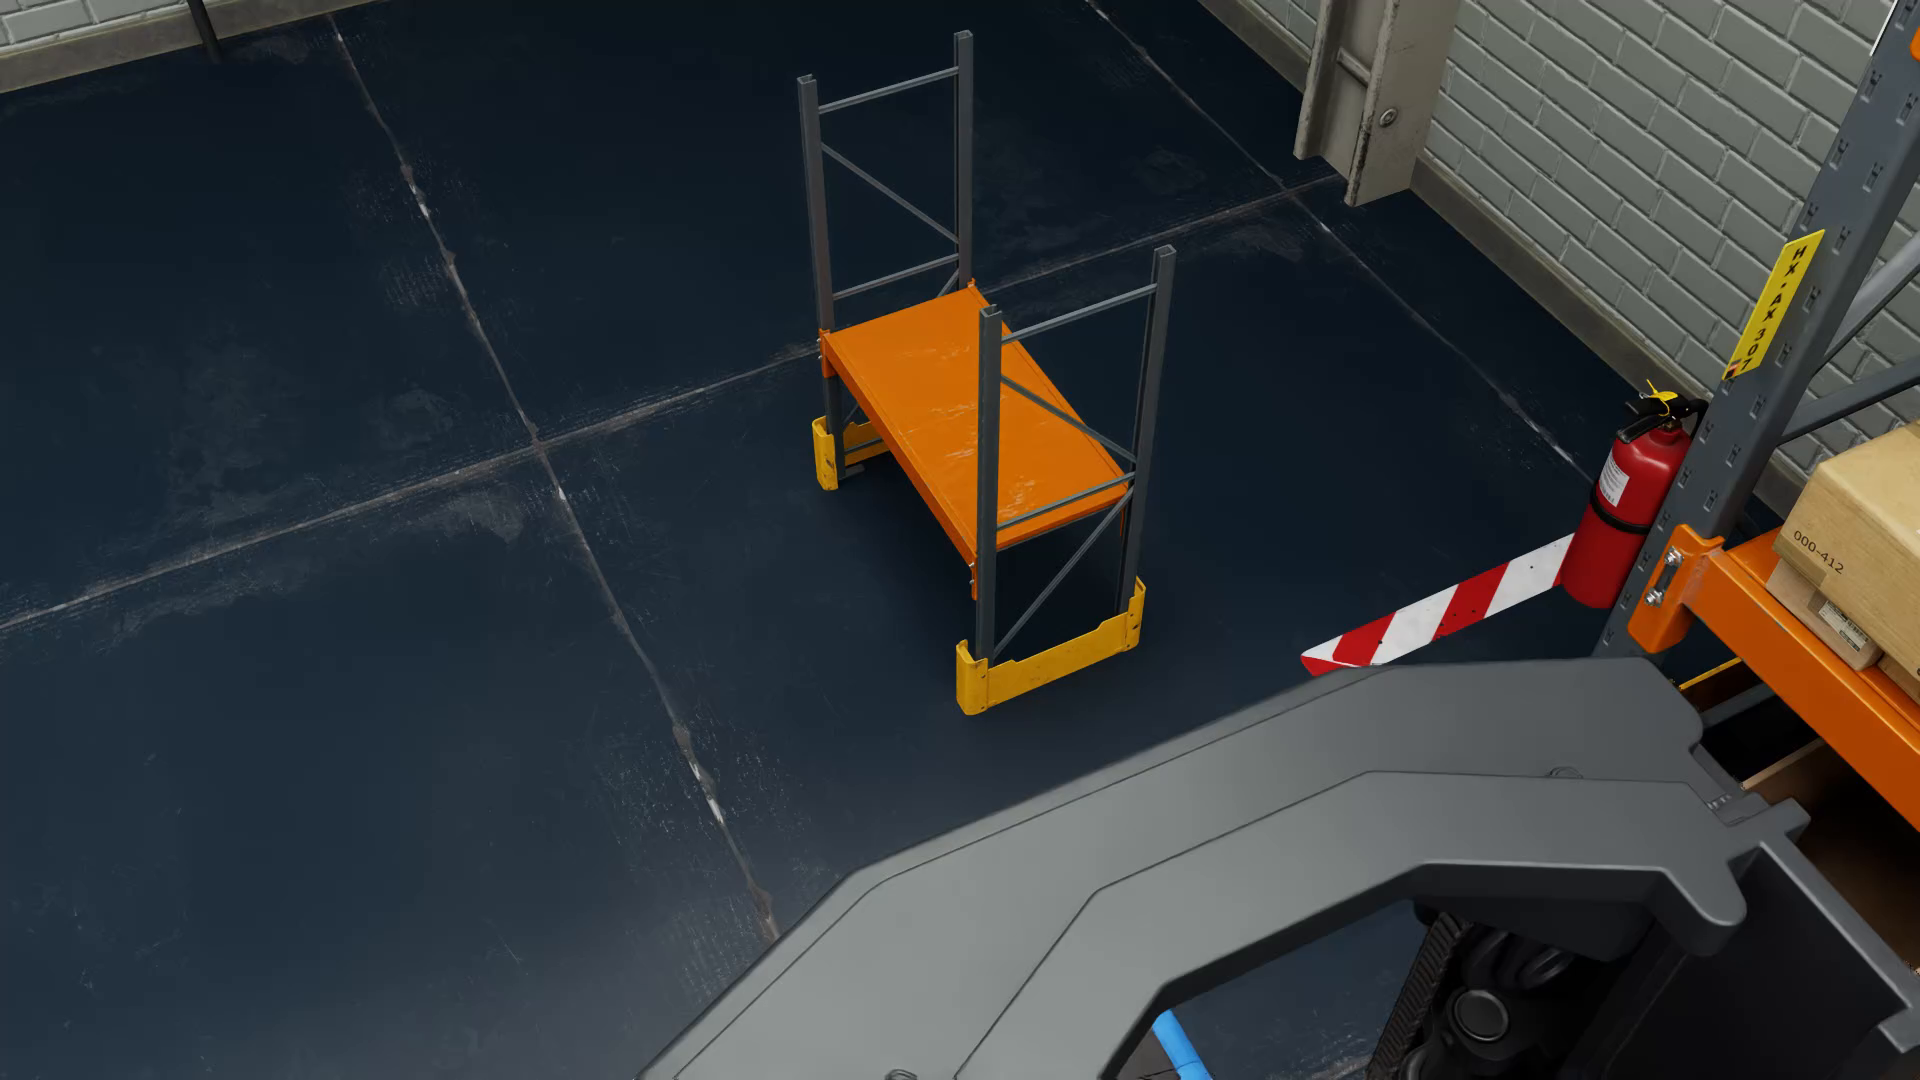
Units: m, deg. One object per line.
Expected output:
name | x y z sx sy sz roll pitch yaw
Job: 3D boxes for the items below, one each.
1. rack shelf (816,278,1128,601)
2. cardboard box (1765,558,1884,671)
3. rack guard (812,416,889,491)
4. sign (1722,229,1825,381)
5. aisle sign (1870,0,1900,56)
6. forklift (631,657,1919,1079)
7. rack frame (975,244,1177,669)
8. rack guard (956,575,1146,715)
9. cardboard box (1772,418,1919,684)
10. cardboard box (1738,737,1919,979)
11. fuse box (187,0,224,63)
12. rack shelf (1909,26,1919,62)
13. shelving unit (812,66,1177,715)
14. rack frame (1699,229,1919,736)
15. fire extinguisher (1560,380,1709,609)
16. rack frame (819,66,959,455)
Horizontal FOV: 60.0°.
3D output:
rack shelf | 0.039 -0.318 4.771 0.538 0.185 1.000 -21 52 -18
cardboard box | 1.883 0.068 3.365 0.380 0.149 0.250 -22 52 -18
rack guard | -0.193 -0.365 5.403 0.587 0.250 0.087 -21 52 -18
sign | 1.494 -0.428 3.056 0.100 0.325 0.005 -21 52 -18
aisle sign | 1.684 -1.130 2.518 0.394 0.787 0.004 -21 52 -18
forklift | 0.480 1.616 1.889 1.130 2.935 3.031 -20 52 -17
rack frame | 0.272 -0.096 4.338 0.500 1.500 0.032 -21 52 -18
rack guard | 0.263 0.302 4.820 0.587 0.250 0.087 -21 52 -18
cardboard box | 1.944 0.018 3.143 0.500 0.250 0.500 -21 52 -17
cardboard box | 2.172 0.796 3.940 0.797 0.503 0.637 -23 53 -19
fuse box | -3.102 -2.585 6.374 0.539 1.711 0.414 -21 52 -18
rack shelf | 2.891 0.258 1.516 1.077 0.370 4.000 -21 52 -18
shelving unit | 0.035 -0.443 4.641 0.587 1.500 1.083 -21 52 -18
rack frame | 1.973 -0.328 3.544 0.949 2.616 0.053 -21 52 -18
fire extinguisher | 1.498 -0.121 3.662 0.296 0.674 0.183 -21 52 -18
rack frame | -0.192 -0.777 4.934 0.475 1.308 0.013 -21 52 -18
